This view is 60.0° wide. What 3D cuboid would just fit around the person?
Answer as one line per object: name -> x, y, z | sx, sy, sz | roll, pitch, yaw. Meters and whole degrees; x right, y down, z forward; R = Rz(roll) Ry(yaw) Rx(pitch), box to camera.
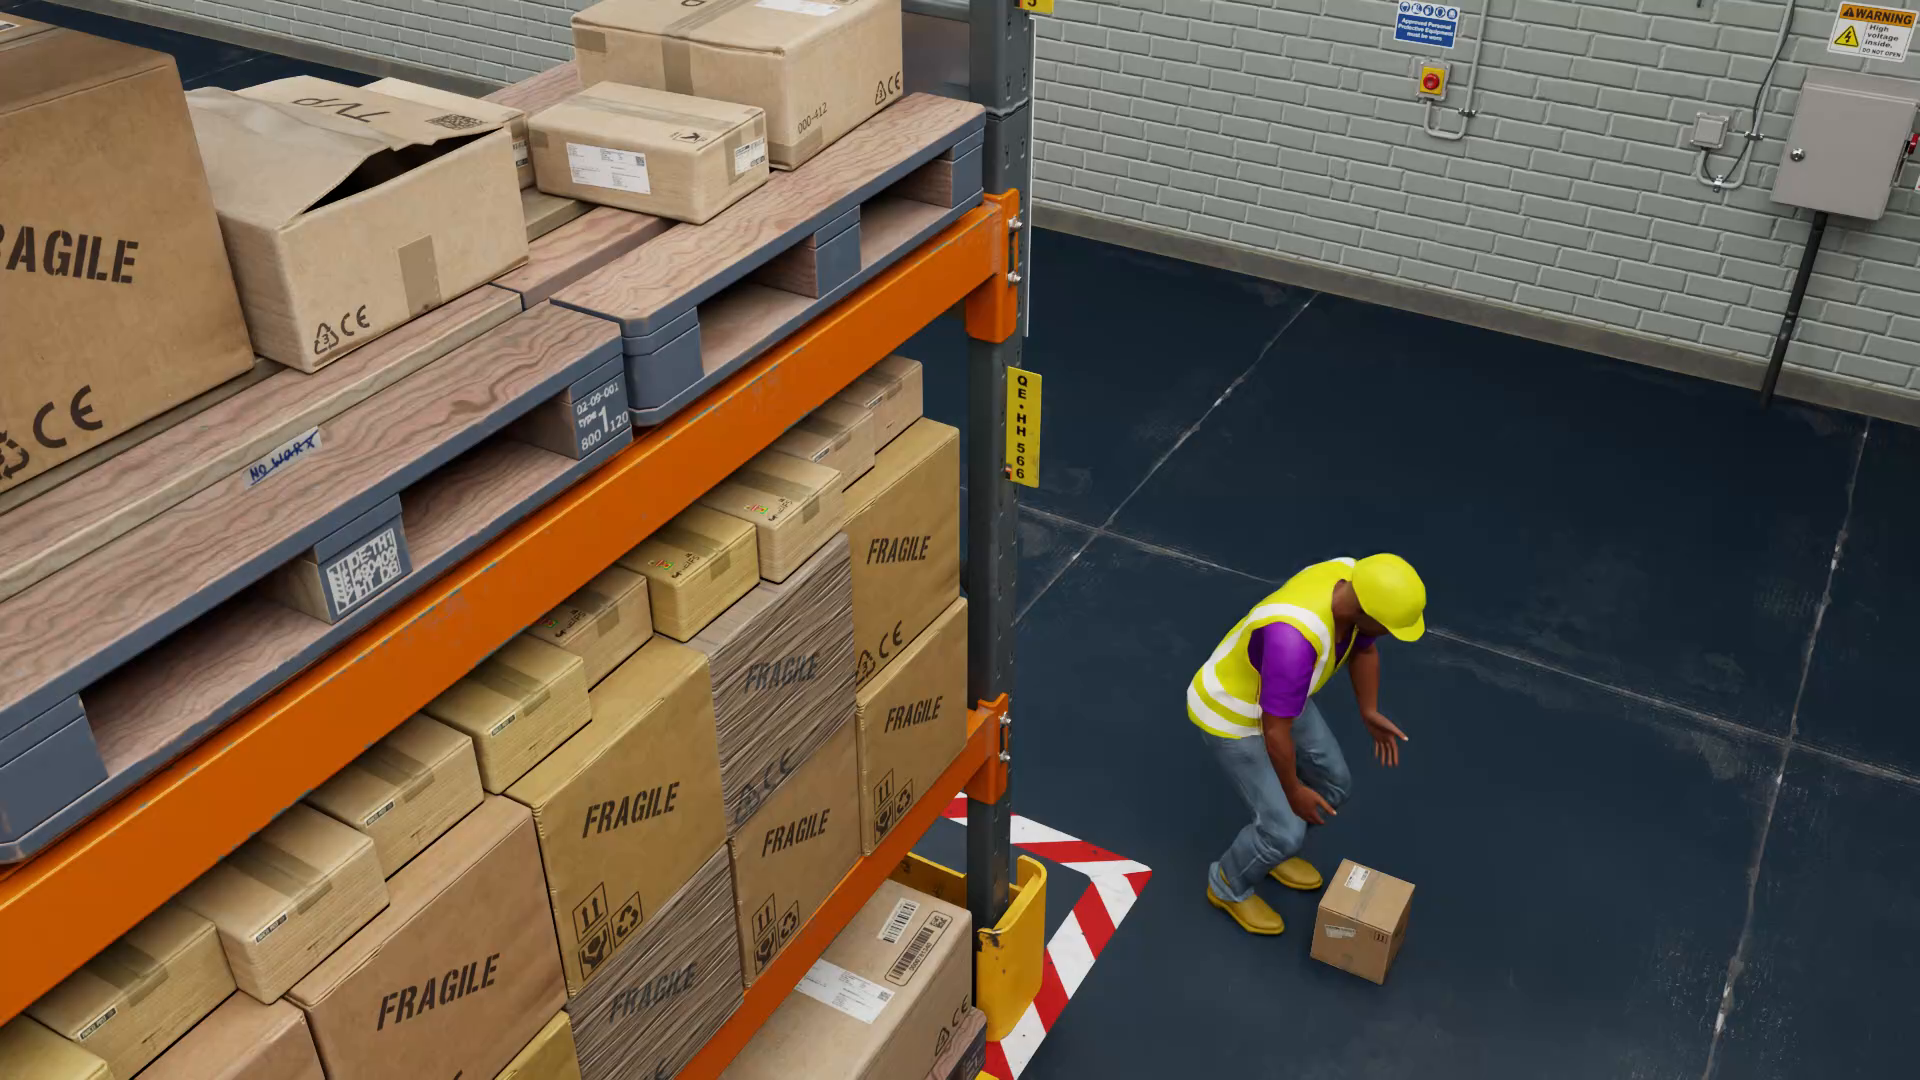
person -> 1.230, 0.832, 5.439 | 0.975, 1.142, 0.475 | 25, 41, 32
